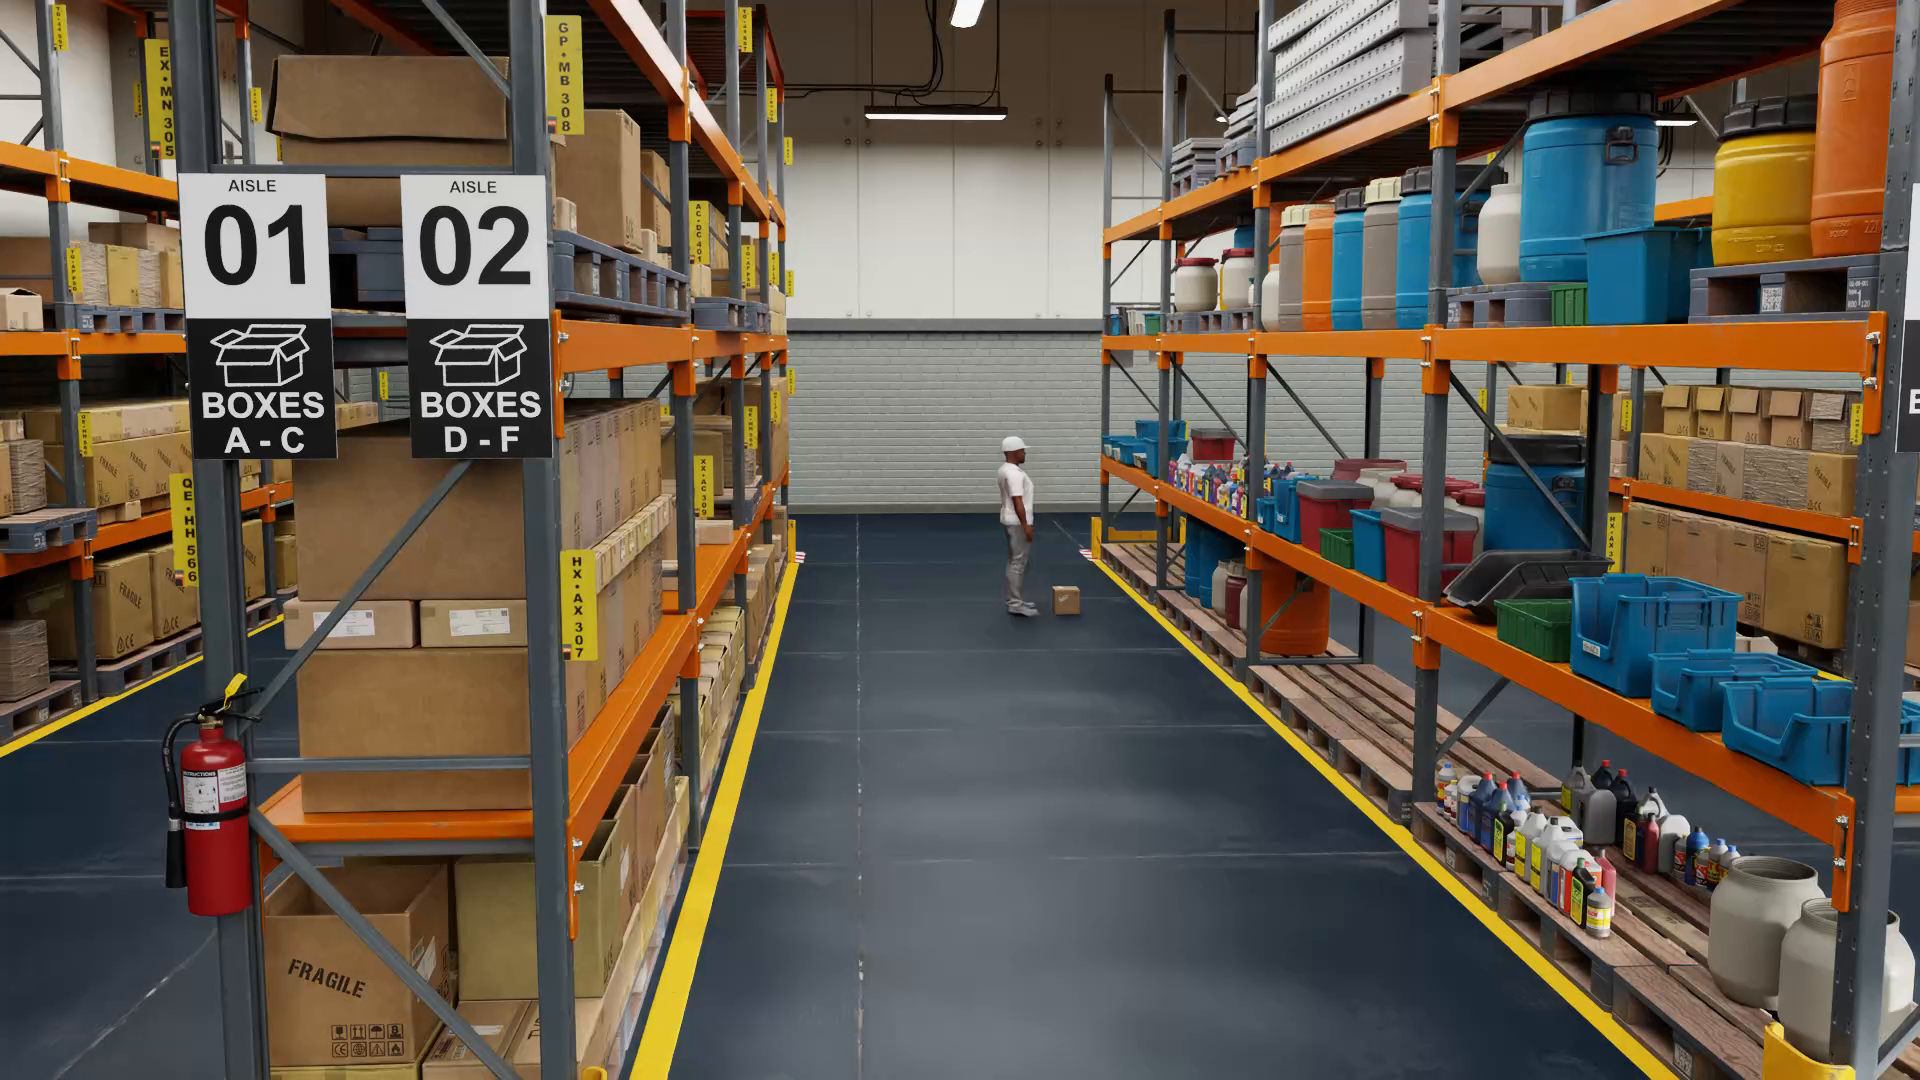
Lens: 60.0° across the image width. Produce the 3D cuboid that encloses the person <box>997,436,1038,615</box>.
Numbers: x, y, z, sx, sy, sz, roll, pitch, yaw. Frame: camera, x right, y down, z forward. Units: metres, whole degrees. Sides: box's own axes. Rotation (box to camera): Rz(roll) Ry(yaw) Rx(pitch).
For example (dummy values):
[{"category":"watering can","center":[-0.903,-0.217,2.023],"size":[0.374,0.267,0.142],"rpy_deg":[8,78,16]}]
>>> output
[{"category":"person","center":[0.590,-0.154,16.783],"size":[0.402,1.781,0.586],"rpy_deg":[-1,7,-10]}]
